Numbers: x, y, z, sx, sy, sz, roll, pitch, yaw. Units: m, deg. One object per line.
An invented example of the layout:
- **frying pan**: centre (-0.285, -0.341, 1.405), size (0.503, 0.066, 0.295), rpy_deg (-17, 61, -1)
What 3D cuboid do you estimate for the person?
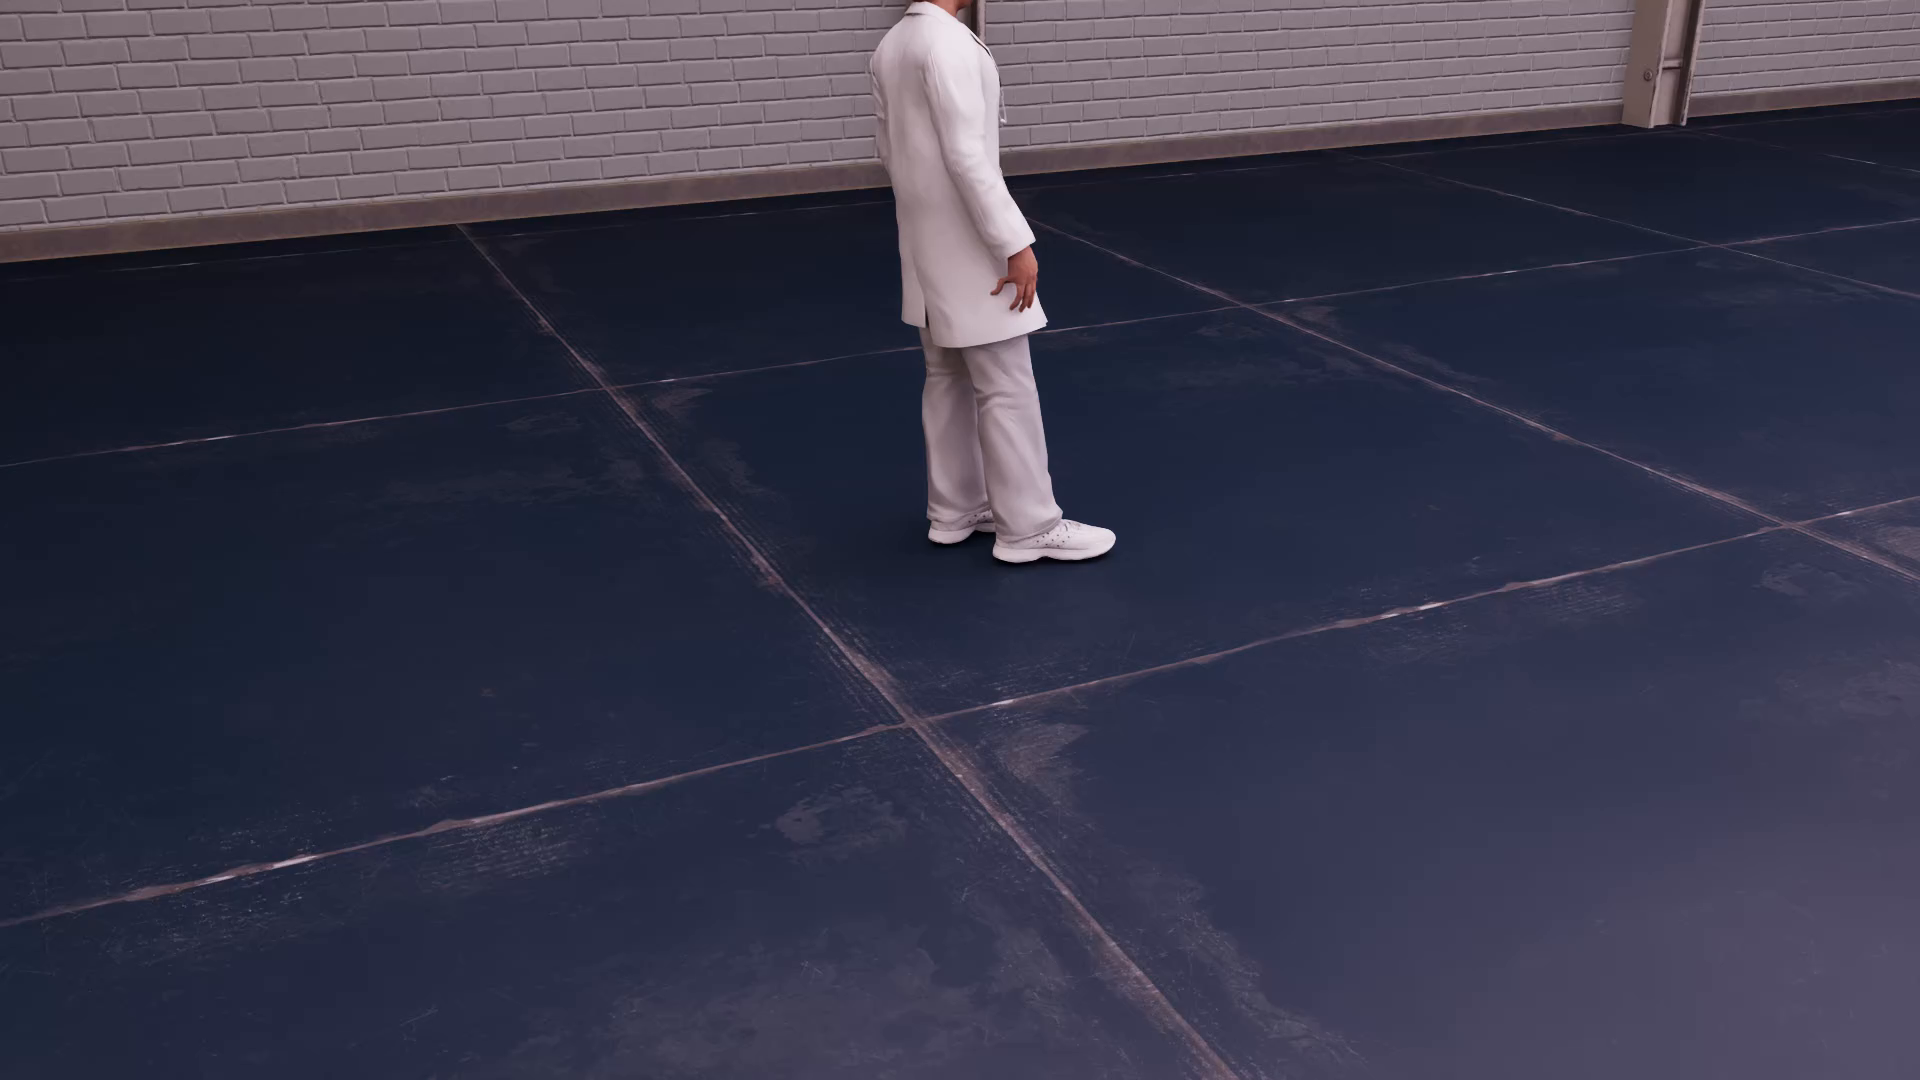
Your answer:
- **person**: centre (0.084, -0.840, 4.794), size (0.581, 1.775, 0.696), rpy_deg (-10, 25, -23)
